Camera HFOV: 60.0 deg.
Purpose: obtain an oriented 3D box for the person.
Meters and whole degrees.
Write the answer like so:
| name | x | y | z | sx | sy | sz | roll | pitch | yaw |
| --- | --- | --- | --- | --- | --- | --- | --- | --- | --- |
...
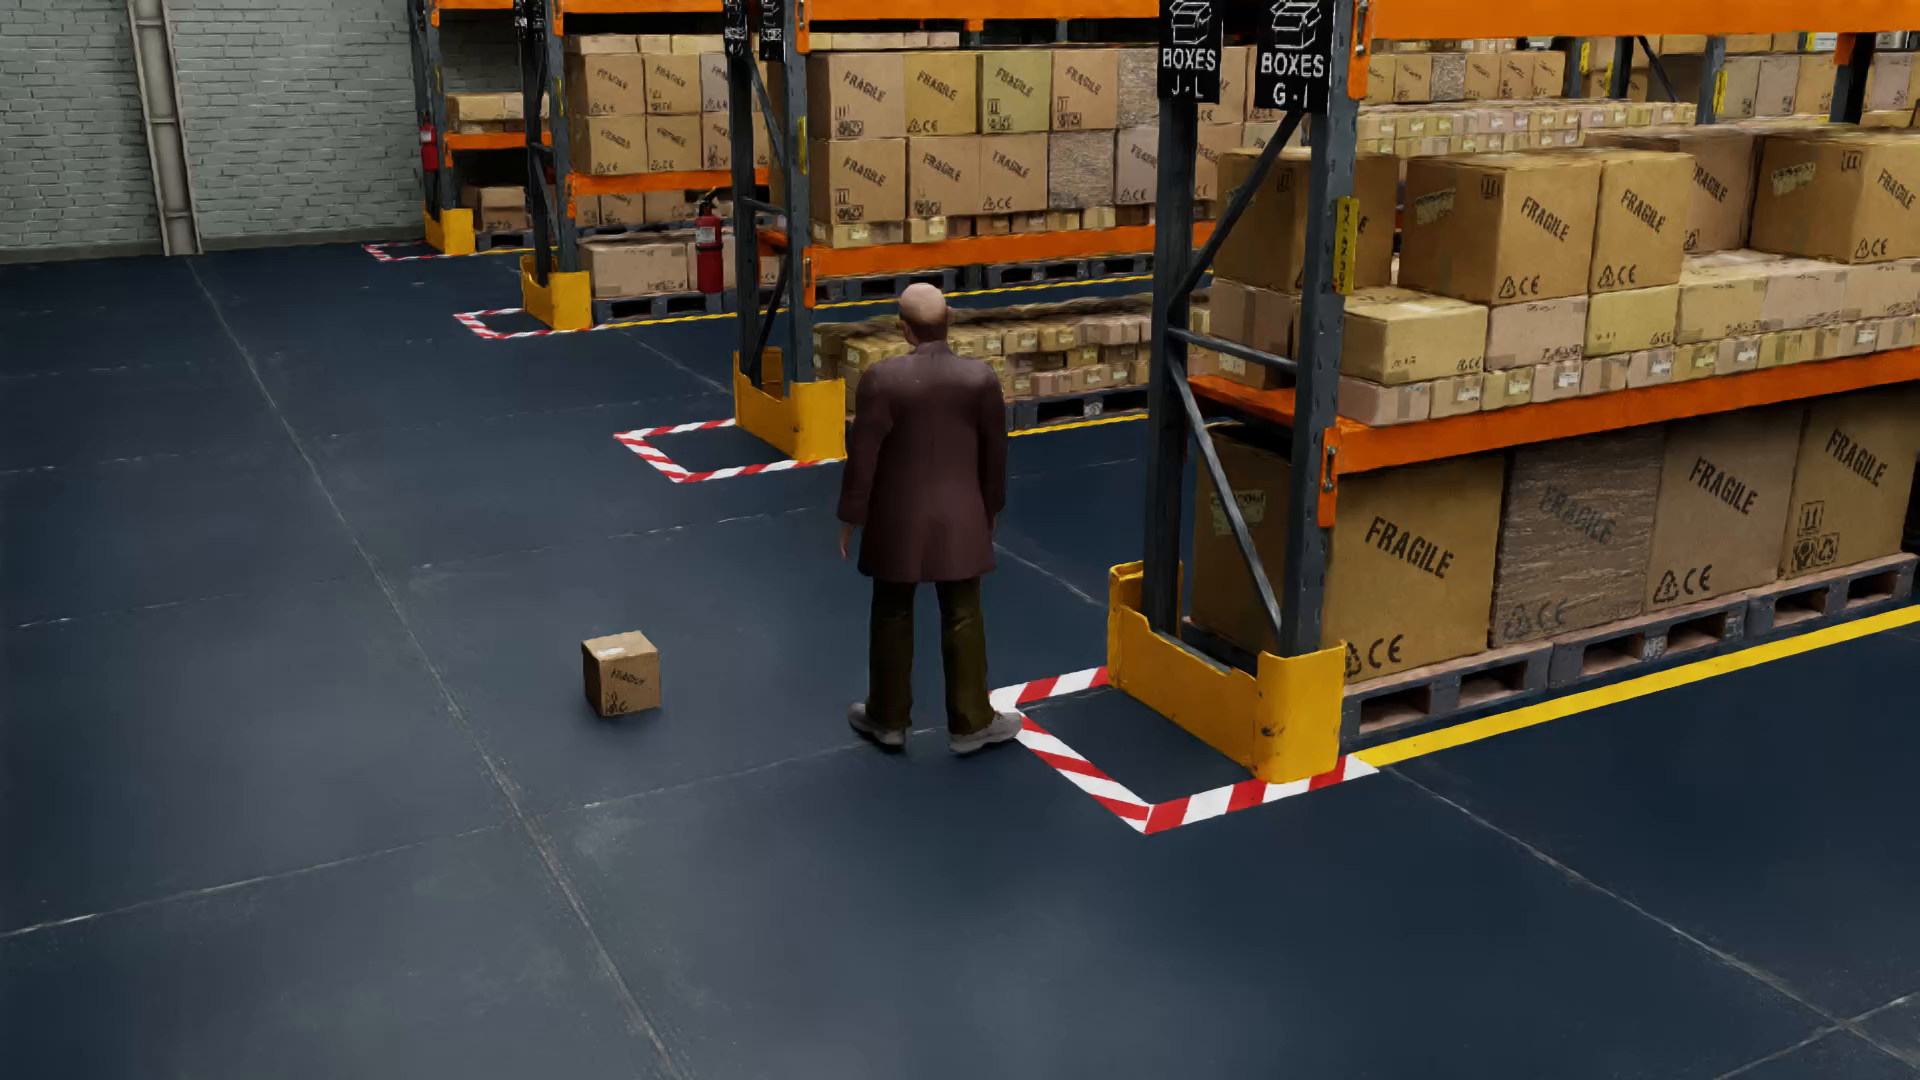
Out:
| name | x | y | z | sx | sy | sz | roll | pitch | yaw |
| --- | --- | --- | --- | --- | --- | --- | --- | --- | --- |
| person | -0.108 | -0.080 | 6.254 | 0.718 | 1.785 | 0.431 | -2 | 18 | -5 |
